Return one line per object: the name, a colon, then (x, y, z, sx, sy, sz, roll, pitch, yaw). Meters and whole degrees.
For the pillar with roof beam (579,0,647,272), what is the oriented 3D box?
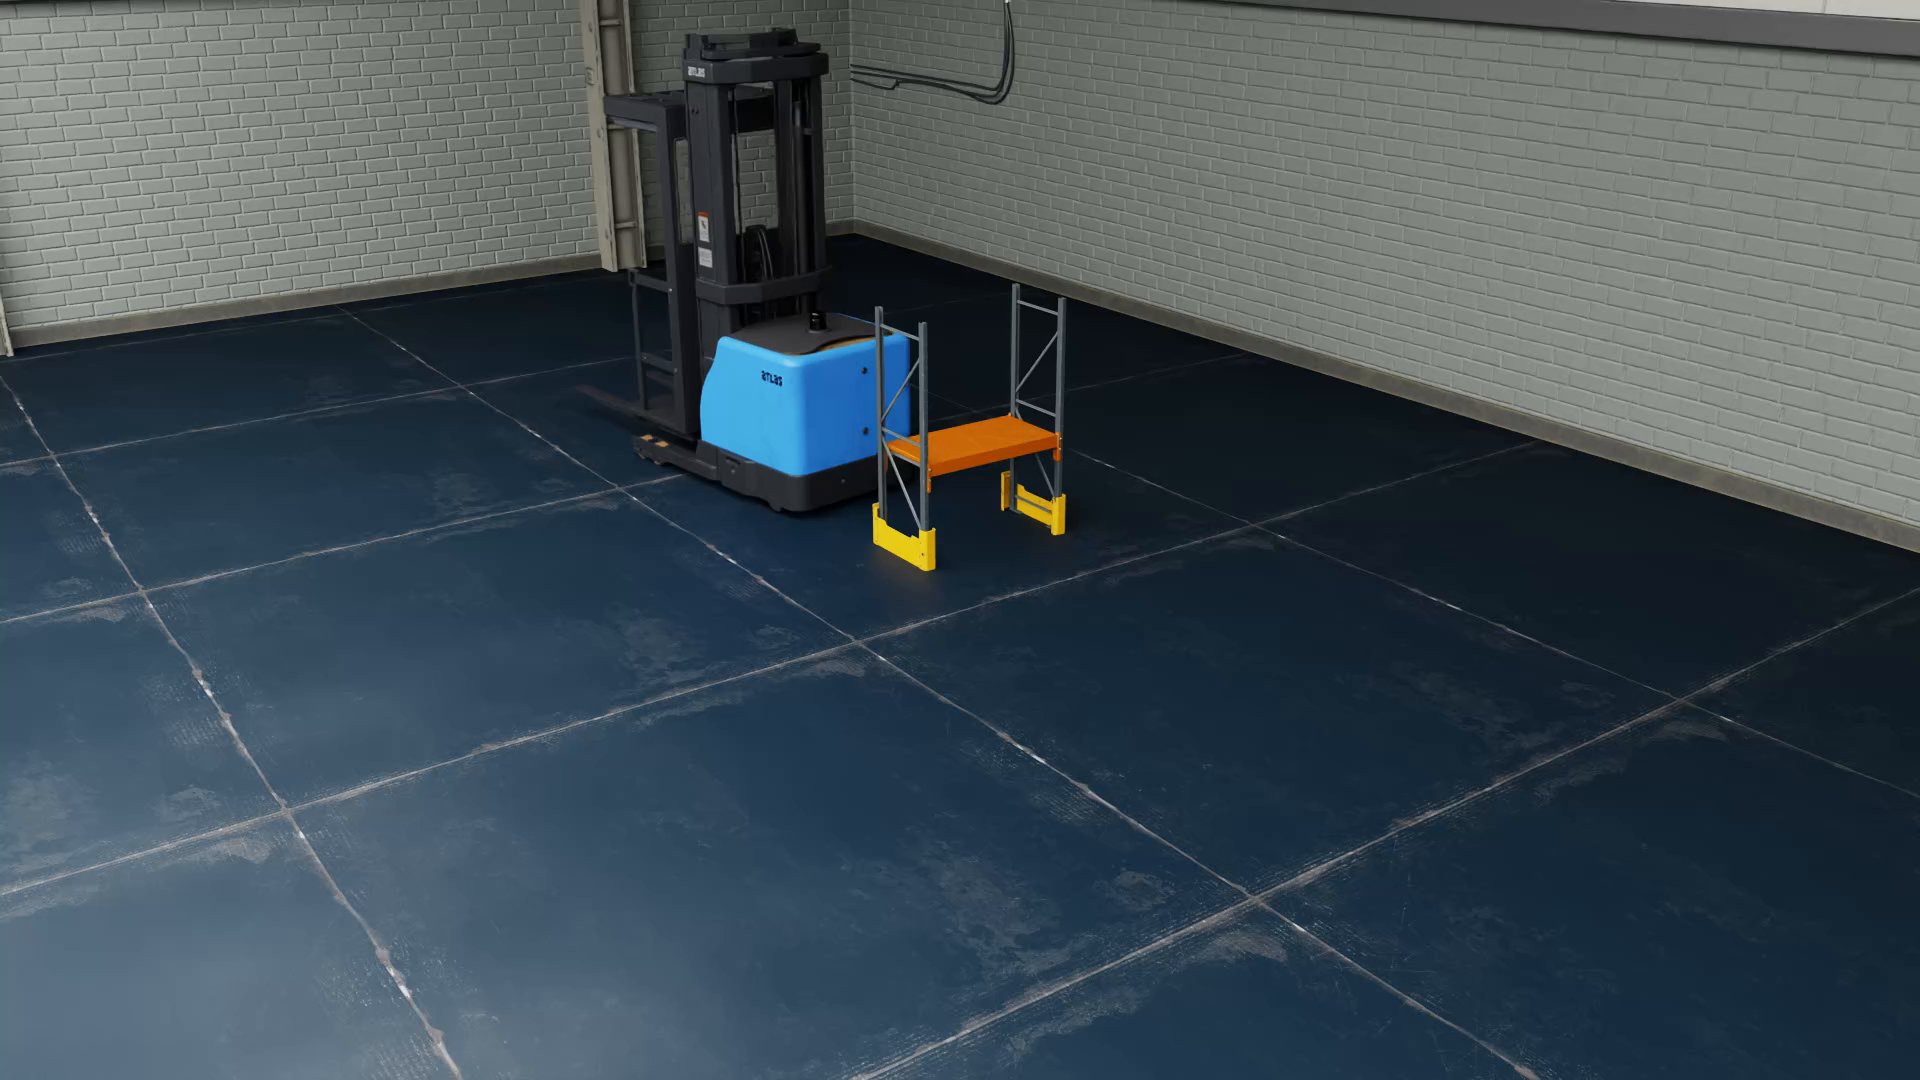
pillar with roof beam: (-1.052, -5.784, 12.749, 0.400, 9.000, 9.100, -15, 26, -33)

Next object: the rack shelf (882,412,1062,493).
rack shelf: (0.069, -0.548, 10.231, 1.000, 0.185, 0.538, -15, 26, -33)

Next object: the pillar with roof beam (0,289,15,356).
pillar with roof beam: (-5.923, -4.485, 9.495, 0.400, 9.000, 9.100, -15, 26, -33)

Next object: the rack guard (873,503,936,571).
rack guard: (-0.342, -0.025, 10.121, 0.087, 0.250, 0.587, -15, 26, -33)

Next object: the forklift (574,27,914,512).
forklift: (-1.684, -2.002, 11.459, 1.130, 2.935, 3.031, -19, 29, -39)

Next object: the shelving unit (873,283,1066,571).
shelving unit: (0.062, -0.713, 10.160, 1.083, 1.500, 0.587, -15, 26, -33)

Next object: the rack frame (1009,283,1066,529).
rack frame: (0.482, -0.825, 10.440, 0.032, 1.500, 0.500, -15, 26, -33)

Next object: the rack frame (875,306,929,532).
rack frame: (-0.343, -0.605, 9.889, 0.032, 1.500, 0.500, -15, 26, -33)

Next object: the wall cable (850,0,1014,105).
wall cable: (-0.403, -5.877, 17.172, 0.112, 2.526, 3.097, -15, 26, -33)

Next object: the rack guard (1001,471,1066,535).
rack guard: (0.466, -0.240, 10.662, 0.087, 0.250, 0.587, -15, 26, -33)
